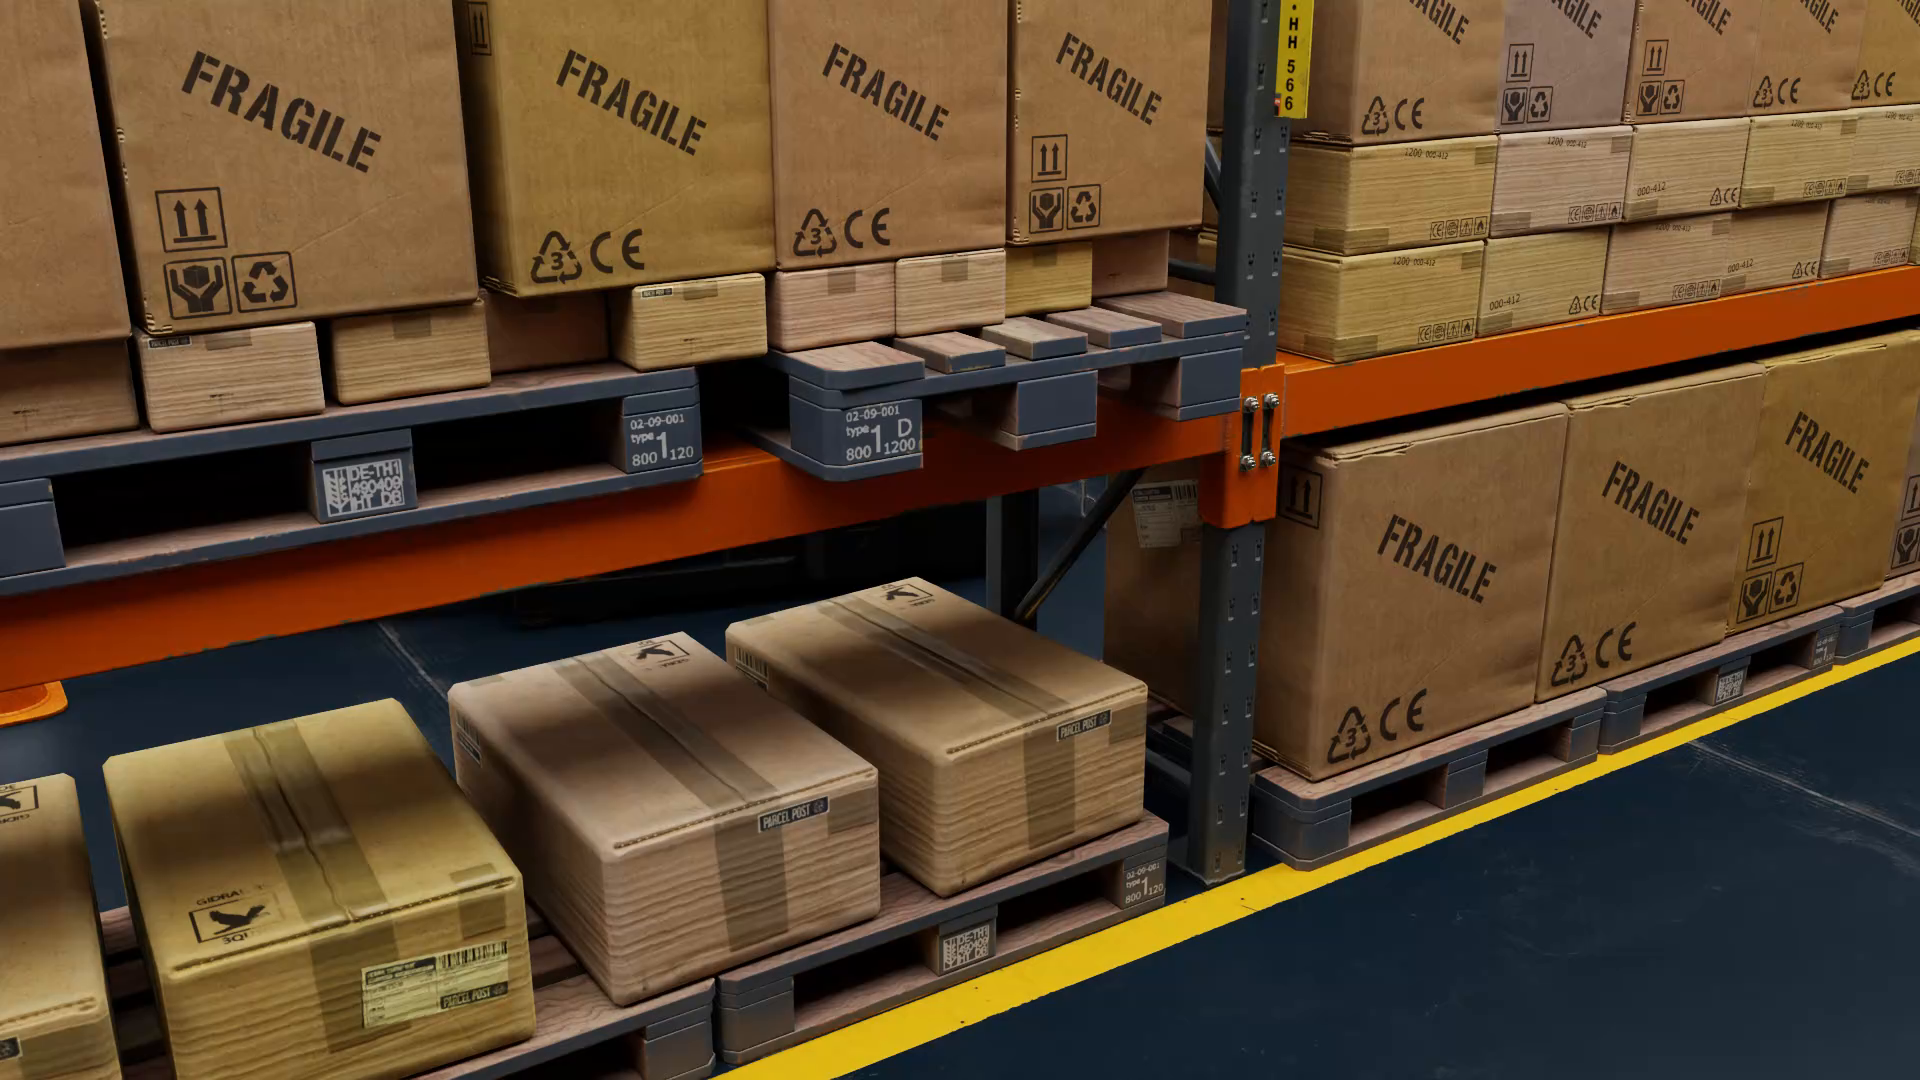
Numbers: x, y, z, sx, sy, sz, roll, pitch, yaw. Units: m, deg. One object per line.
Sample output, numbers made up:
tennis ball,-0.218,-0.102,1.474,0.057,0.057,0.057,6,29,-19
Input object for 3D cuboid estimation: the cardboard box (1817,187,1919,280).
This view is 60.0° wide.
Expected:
cardboard box,2.645,-1.005,5.269,0.500,0.250,0.500,-13,22,-33

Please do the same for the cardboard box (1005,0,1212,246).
cardboard box,0.171,-0.924,3.519,0.500,0.500,0.500,-13,22,-33

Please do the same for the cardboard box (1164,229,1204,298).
cardboard box,0.678,-0.779,4.599,0.500,0.250,0.500,-13,23,-33

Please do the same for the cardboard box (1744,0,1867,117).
cardboard box,2.217,-1.499,4.777,0.500,0.500,0.500,-12,22,-31

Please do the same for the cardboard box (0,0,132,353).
cardboard box,-1.555,-0.552,2.417,0.500,0.500,0.500,-12,22,-32

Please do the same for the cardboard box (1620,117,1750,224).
cardboard box,1.812,-1.056,4.637,0.500,0.250,0.500,-12,22,-32

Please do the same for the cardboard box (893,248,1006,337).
cardboard box,-0.116,-0.528,3.359,0.250,0.149,0.380,-12,22,-32

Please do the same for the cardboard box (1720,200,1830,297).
cardboard box,2.216,-0.913,4.996,0.500,0.250,0.500,-12,22,-31

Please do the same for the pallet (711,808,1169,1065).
pallet,-0.255,0.767,4.147,1.213,0.211,1.003,-12,22,-31

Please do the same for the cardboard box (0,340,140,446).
cardboard box,-1.454,-0.269,2.593,0.250,0.149,0.380,-12,22,-31

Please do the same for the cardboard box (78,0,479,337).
cardboard box,-1.132,-0.645,2.693,0.500,0.500,0.500,-13,23,-34

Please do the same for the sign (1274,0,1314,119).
sign,0.704,-1.059,3.509,0.005,0.325,0.100,-12,22,-31

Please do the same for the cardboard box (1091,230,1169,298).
cardboard box,0.254,-0.651,3.722,0.250,0.149,0.380,-11,22,-29

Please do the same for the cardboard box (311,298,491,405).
cardboard box,-0.997,-0.357,2.852,0.250,0.149,0.380,-13,22,-33

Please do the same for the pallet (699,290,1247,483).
pallet,-0.138,-0.446,3.681,1.003,0.211,1.213,-12,22,-31

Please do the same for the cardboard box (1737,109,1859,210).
cardboard box,2.243,-1.141,4.891,0.500,0.250,0.500,-11,22,-30

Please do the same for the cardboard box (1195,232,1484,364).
cardboard box,0.945,-0.639,4.186,0.500,0.250,0.500,-12,22,-32

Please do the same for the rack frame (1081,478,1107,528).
rack frame,0.573,-0.644,6.776,0.015,1.200,0.240,-9,21,-25

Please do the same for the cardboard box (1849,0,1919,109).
cardboard box,2.642,-1.594,5.059,0.500,0.500,0.500,-11,22,-30

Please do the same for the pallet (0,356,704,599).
pallet,-1.233,-0.241,3.073,1.213,0.211,1.003,-12,22,-31

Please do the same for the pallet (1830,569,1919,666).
pallet,3.136,0.081,6.175,1.213,0.211,1.003,-12,22,-31

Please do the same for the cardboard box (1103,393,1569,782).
cardboard box,1.021,0.017,4.673,0.875,0.875,0.875,-12,22,-32

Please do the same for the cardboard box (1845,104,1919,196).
cardboard box,2.662,-1.236,5.171,0.500,0.250,0.500,-11,22,-30

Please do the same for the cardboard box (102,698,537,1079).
cardboard box,-1.328,0.716,3.392,0.625,0.372,0.950,-11,22,-30

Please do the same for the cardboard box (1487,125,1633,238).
cardboard box,1.389,-0.971,4.387,0.500,0.250,0.500,-11,22,-30

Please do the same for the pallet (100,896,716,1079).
pallet,-1.273,0.980,3.515,1.213,0.211,1.003,-12,22,-31

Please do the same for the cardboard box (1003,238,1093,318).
cardboard box,0.070,-0.584,3.525,0.250,0.149,0.380,-12,22,-31

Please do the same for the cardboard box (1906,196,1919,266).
cardboard box,3.077,-1.089,5.517,0.500,0.250,0.500,-12,22,-32

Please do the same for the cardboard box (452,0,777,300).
cardboard box,-0.675,-0.741,2.977,0.500,0.500,0.500,-14,23,-35

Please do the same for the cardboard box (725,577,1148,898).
cardboard box,-0.079,0.451,4.173,0.625,0.372,0.950,-14,23,-35

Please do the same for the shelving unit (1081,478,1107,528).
shelving unit,0.355,-0.609,6.672,0.503,1.200,0.258,-9,21,-25

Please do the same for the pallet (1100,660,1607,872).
pallet,1.098,0.511,4.904,1.213,0.211,1.003,-12,22,-31

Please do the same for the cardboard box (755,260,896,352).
cardboard box,-0.331,-0.485,3.234,0.250,0.149,0.380,-13,23,-34

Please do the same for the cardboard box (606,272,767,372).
cardboard box,-0.553,-0.433,3.079,0.250,0.149,0.380,-11,22,-30

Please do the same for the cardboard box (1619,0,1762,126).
cardboard box,1.794,-1.411,4.517,0.500,0.500,0.500,-11,22,-30

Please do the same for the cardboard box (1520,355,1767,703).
cardboard box,1.768,-0.139,5.135,0.875,0.875,0.875,-12,22,-31

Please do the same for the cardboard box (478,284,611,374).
cardboard box,-0.832,-0.423,3.048,0.250,0.149,0.380,-12,22,-31

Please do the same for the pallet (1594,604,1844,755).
pallet,2.116,0.297,5.536,1.213,0.211,1.003,-12,22,-31

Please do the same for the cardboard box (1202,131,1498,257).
cardboard box,0.957,-0.880,4.119,0.500,0.250,0.500,-12,22,-32

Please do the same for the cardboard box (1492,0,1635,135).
cardboard box,1.353,-1.324,4.260,0.500,0.500,0.500,-12,22,-31

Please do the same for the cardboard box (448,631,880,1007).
cardboard box,-0.691,0.584,3.783,0.625,0.372,0.950,-12,22,-32

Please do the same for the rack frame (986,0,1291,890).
rack frame,0.398,-0.691,4.106,0.127,3.000,1.000,-12,22,-31

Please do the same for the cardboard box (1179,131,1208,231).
cardboard box,0.663,-1.010,4.504,0.500,0.250,0.500,-12,22,-32

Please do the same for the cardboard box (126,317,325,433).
cardboard box,-1.203,-0.302,2.690,0.250,0.149,0.380,-11,22,-29

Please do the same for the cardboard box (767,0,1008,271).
cardboard box,-0.254,-0.830,3.240,0.500,0.500,0.500,-12,22,-32

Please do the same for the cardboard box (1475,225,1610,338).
cardboard box,1.364,-0.734,4.468,0.500,0.250,0.500,-13,22,-33

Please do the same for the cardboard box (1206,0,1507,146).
cardboard box,0.945,-1.234,3.994,0.500,0.500,0.500,-13,22,-33

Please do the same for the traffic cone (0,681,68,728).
traffic cone,-2.985,0.304,5.124,0.334,0.463,0.336,-12,22,-31

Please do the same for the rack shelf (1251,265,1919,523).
rack shelf,2.068,-0.703,5.263,4.000,0.370,1.077,-12,22,-31

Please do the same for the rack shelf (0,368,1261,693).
rack shelf,-1.272,0.002,3.179,4.000,0.370,1.077,-12,22,-31

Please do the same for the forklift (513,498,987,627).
forklift,-1.368,-1.273,5.934,3.031,2.935,1.130,-6,20,-16

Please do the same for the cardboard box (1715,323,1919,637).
cardboard box,2.515,-0.297,5.600,0.875,0.875,0.875,-11,22,-30

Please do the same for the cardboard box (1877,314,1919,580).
cardboard box,3.265,-0.458,6.077,0.875,0.875,0.875,-11,22,-30

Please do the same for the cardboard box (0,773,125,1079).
cardboard box,-1.907,0.839,3.028,0.625,0.372,0.950,-10,21,-28

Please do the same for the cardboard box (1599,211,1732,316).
cardboard box,1.806,-0.825,4.736,0.500,0.250,0.500,-11,22,-30
